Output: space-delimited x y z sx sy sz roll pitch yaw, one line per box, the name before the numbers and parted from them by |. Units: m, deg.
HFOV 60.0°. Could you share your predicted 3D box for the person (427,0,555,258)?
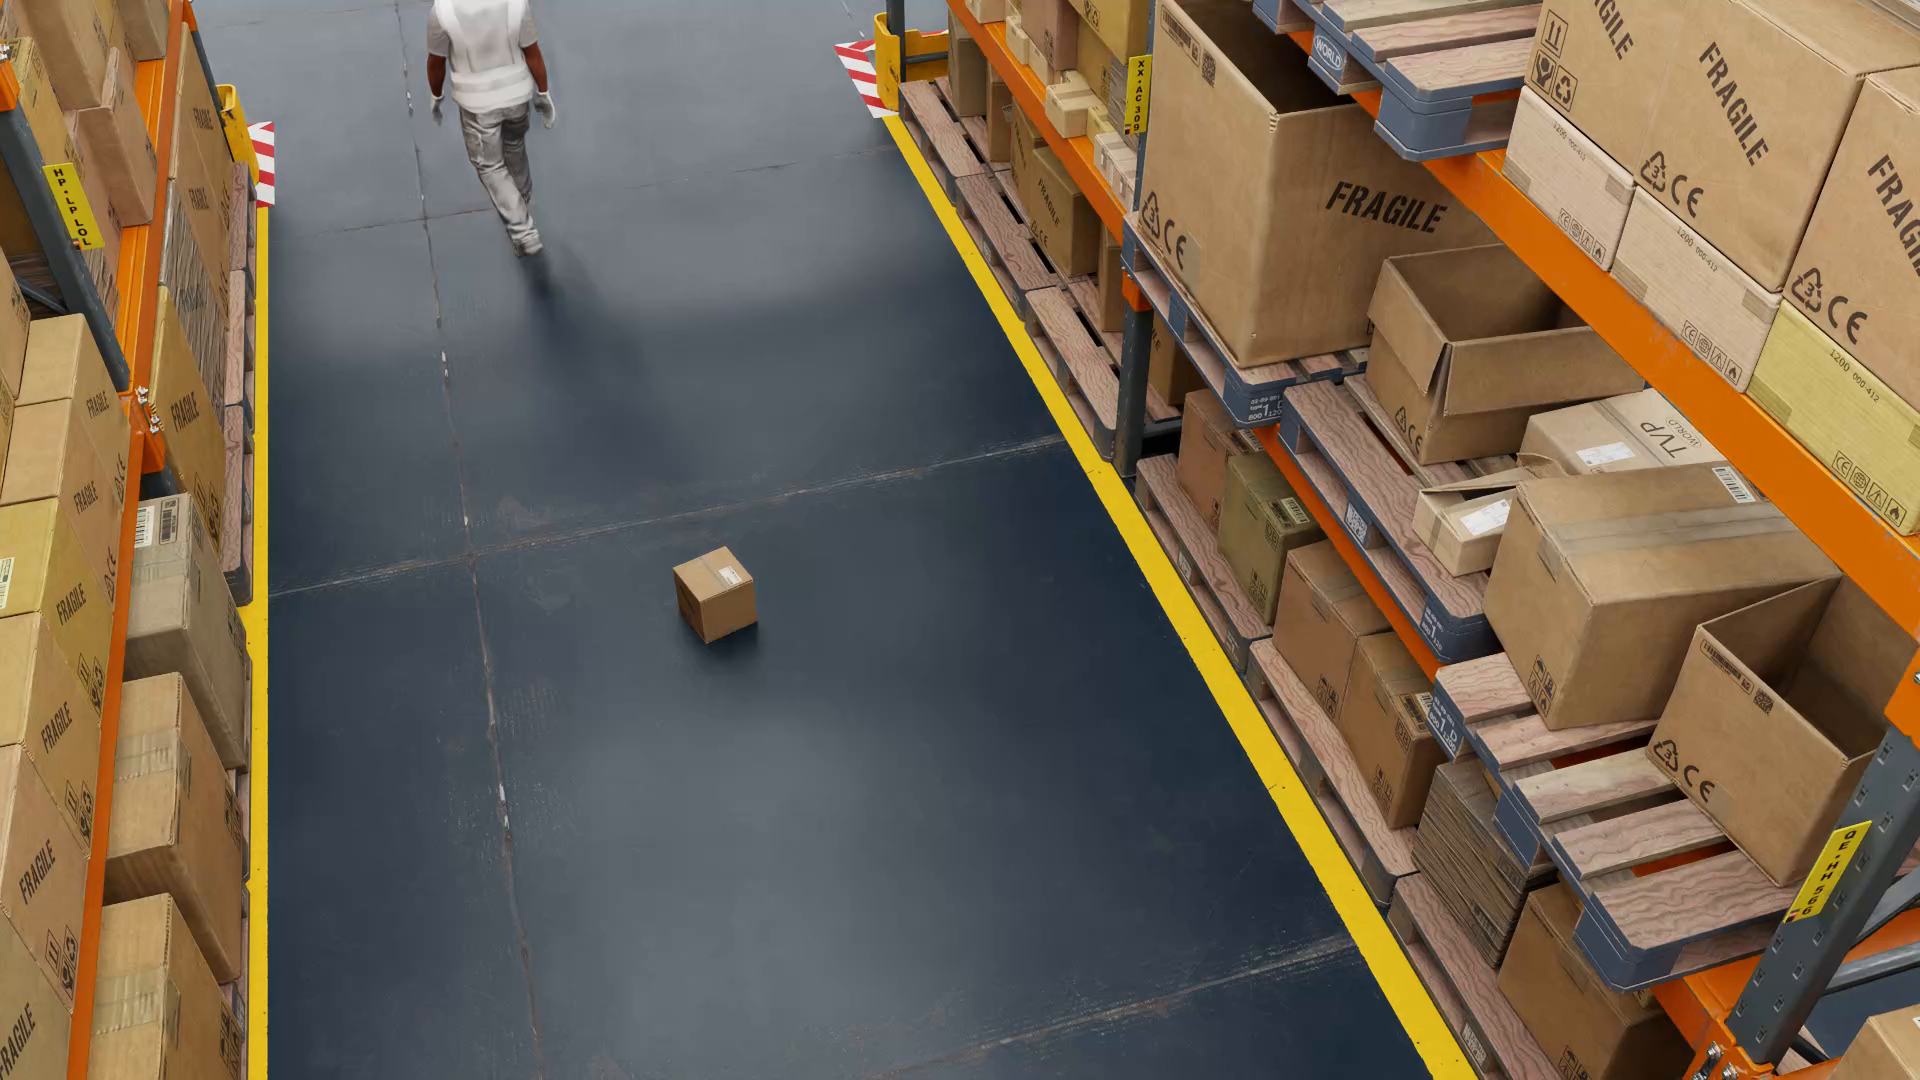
person | -2.467 -2.330 8.745 0.587 1.754 0.972 -22 46 -23
